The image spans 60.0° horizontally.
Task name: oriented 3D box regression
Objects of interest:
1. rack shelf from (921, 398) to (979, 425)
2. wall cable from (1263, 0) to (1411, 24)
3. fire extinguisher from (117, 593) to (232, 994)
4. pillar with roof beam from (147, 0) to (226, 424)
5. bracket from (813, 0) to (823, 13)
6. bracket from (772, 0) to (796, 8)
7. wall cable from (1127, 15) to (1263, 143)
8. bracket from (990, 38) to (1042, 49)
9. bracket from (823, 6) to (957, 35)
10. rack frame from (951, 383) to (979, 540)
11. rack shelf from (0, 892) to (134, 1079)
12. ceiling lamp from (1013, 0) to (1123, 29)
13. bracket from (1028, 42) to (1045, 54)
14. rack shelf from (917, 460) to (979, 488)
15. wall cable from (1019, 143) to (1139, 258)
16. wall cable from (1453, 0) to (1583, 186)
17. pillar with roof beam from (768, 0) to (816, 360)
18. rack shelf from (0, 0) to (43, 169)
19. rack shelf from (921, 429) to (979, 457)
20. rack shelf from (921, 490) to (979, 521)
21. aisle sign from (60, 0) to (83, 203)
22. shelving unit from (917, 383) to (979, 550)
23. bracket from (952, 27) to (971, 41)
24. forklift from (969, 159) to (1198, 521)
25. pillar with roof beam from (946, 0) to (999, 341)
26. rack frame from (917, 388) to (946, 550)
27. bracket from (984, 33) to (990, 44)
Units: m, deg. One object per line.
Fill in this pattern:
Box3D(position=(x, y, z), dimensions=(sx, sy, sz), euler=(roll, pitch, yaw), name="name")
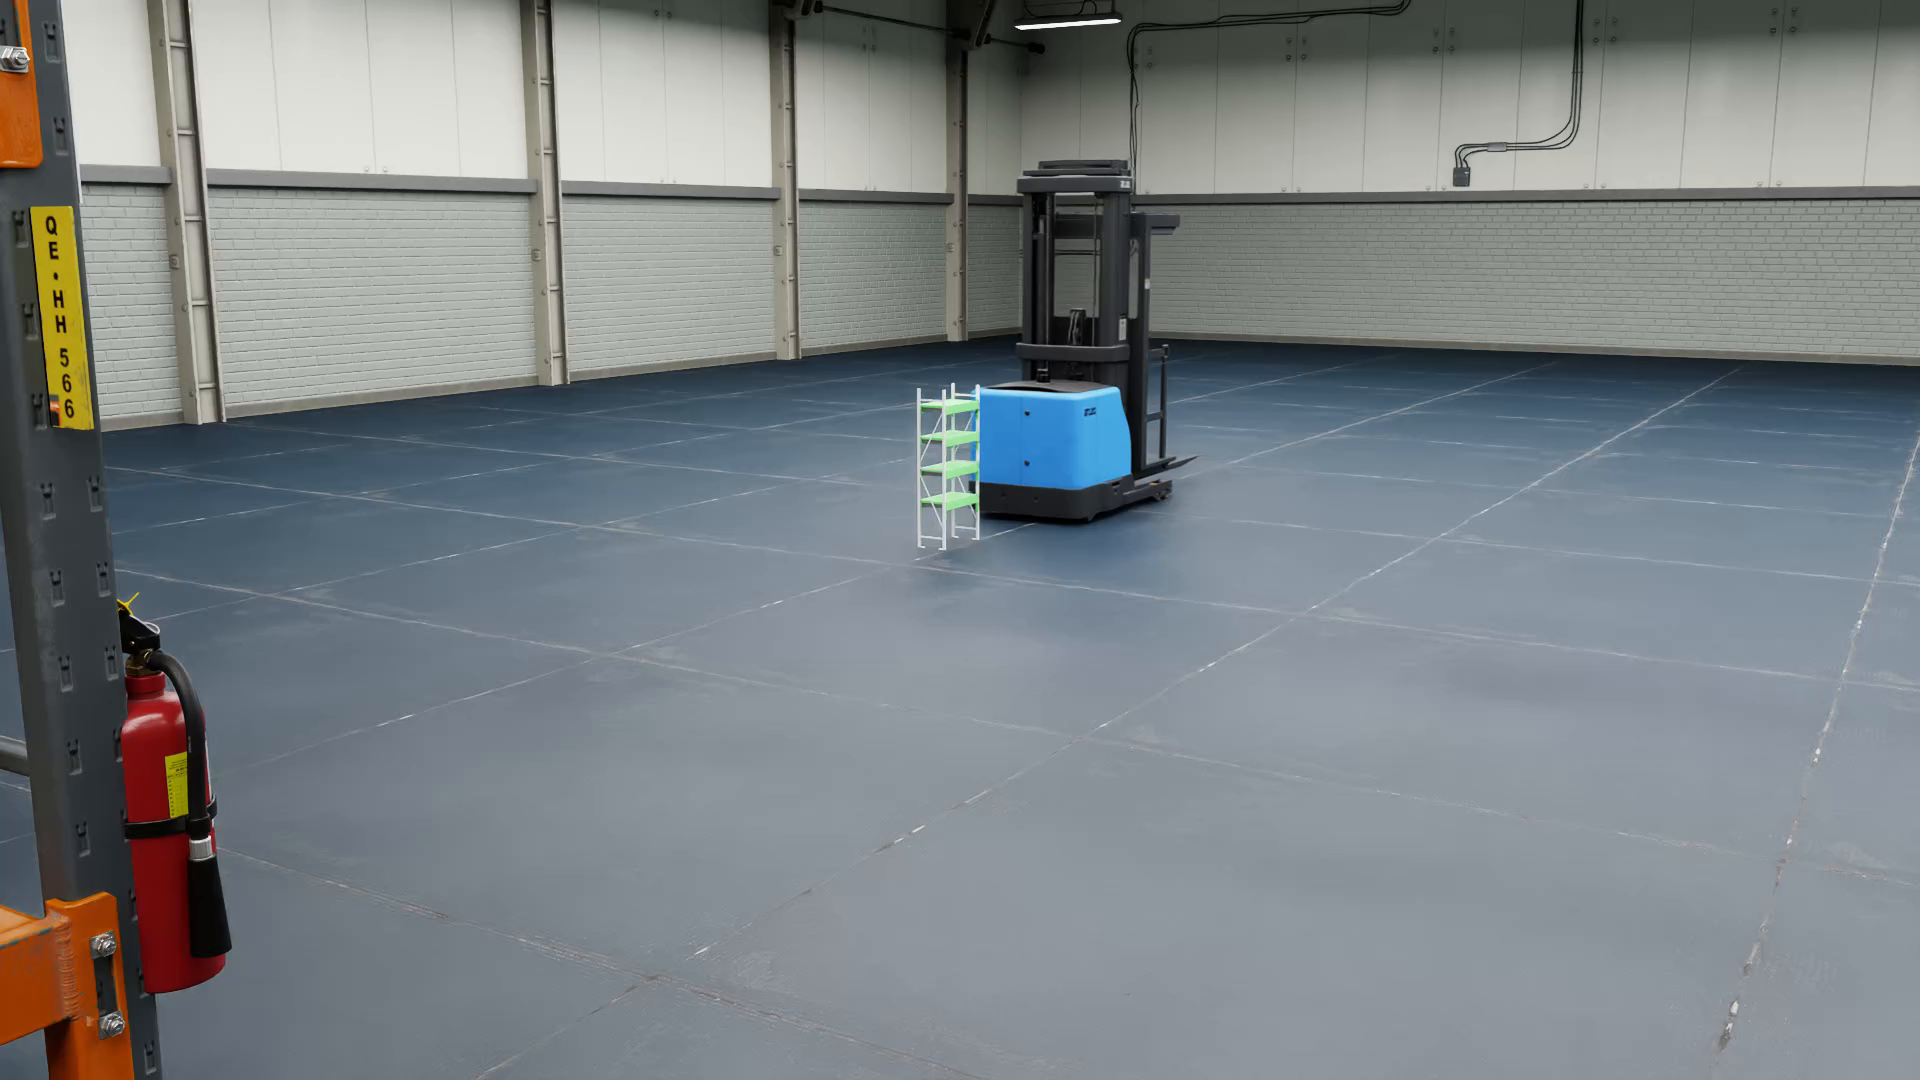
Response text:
Box3D(position=(-0.086, -0.973, 12.543), dimensions=(0.258, 0.148, 0.480), euler=(6, 12, 31), name="rack shelf")
Box3D(position=(7.555, -11.697, 33.250), dimensions=(3.097, 2.526, 0.112), euler=(6, 12, 31), name="wall cable")
Box3D(position=(-1.338, 0.405, 2.763), dimensions=(0.296, 0.674, 0.183), euler=(6, 12, 31), name="fire extinguisher")
Box3D(position=(-5.728, -5.481, 17.689), dimensions=(9.100, 9.000, 0.400), euler=(6, 12, 31), name="pillar with roof beam")
Box3D(position=(-2.658, -9.580, 29.803), dimensions=(0.235, 0.232, 0.430), euler=(6, 12, 31), name="bracket")
Box3D(position=(-3.089, -9.449, 29.106), dimensions=(0.235, 0.232, 0.430), euler=(6, 12, 31), name="bracket")
Box3D(position=(4.910, -9.757, 35.247), dimensions=(3.097, 2.526, 0.112), euler=(6, 12, 31), name="wall cable")
Box3D(position=(1.380, -10.803, 36.338), dimensions=(0.076, 0.066, 3.189), euler=(6, 12, 31), name="bracket")
Box3D(position=(-1.312, -9.988, 31.982), dimensions=(0.076, 0.066, 4.783), euler=(6, 12, 31), name="bracket")
Box3D(position=(0.041, -0.602, 12.824), dimensions=(0.240, 1.200, 0.015), euler=(6, 12, 31), name="rack frame")
Box3D(position=(-2.830, 1.009, 1.281), dimensions=(1.077, 0.370, 4.000), euler=(6, 12, 31), name="rack shelf")
Box3D(position=(1.991, -10.530, 28.800), dimensions=(2.000, 3.185, 0.800), euler=(6, 12, 31), name="ceiling lamp")
Box3D(position=(1.687, -10.896, 36.834), dimensions=(0.235, 0.232, 0.430), euler=(6, 12, 31), name="bracket")
Box3D(position=(-0.086, -0.501, 12.631), dimensions=(0.258, 0.148, 0.480), euler=(6, 12, 31), name="rack shelf")
Box3D(position=(2.597, -7.533, 37.093), dimensions=(3.097, 2.526, 0.112), euler=(6, 12, 31), name="wall cable")
Box3D(position=(10.703, -9.822, 31.636), dimensions=(2.305, 6.003, 0.169), euler=(6, 12, 31), name="wall cable")
Box3D(position=(0.502, -7.368, 27.770), dimensions=(9.100, 9.000, 0.548), euler=(6, 12, 31), name="pillar with roof beam")
Box3D(position=(-2.830, -0.465, 1.005), dimensions=(1.077, 0.370, 4.000), euler=(6, 12, 31), name="rack shelf")
Box3D(position=(-0.086, -0.737, 12.587), dimensions=(0.258, 0.148, 0.480), euler=(6, 12, 31), name="rack shelf")
Box3D(position=(-0.086, -0.265, 12.675), dimensions=(0.258, 0.148, 0.480), euler=(6, 12, 31), name="rack shelf")
Box3D(position=(-1.503, -0.918, 2.555), dimensions=(0.394, 0.787, 0.004), euler=(6, 12, 31), name="aisle sign")
Box3D(position=(-0.086, -0.564, 12.619), dimensions=(0.258, 1.200, 0.503), euler=(6, 12, 31), name="shelving unit")
Box3D(position=(0.026, -10.393, 34.146), dimensions=(0.235, 0.232, 0.430), euler=(6, 12, 31), name="bracket")
Box3D(position=(1.242, -1.820, 14.624), dimensions=(1.130, 2.935, 3.031), euler=(6, 12, 29), name="forklift")
Box3D(position=(3.617, -8.311, 32.810), dimensions=(9.100, 9.000, 0.548), euler=(6, 12, 31), name="pillar with roof beam")
Box3D(position=(-0.213, -0.525, 12.414), dimensions=(0.240, 1.200, 0.015), euler=(6, 12, 31), name="rack frame")
Box3D(position=(0.457, -10.523, 34.843), dimensions=(0.235, 0.232, 0.430), euler=(6, 12, 31), name="bracket")
